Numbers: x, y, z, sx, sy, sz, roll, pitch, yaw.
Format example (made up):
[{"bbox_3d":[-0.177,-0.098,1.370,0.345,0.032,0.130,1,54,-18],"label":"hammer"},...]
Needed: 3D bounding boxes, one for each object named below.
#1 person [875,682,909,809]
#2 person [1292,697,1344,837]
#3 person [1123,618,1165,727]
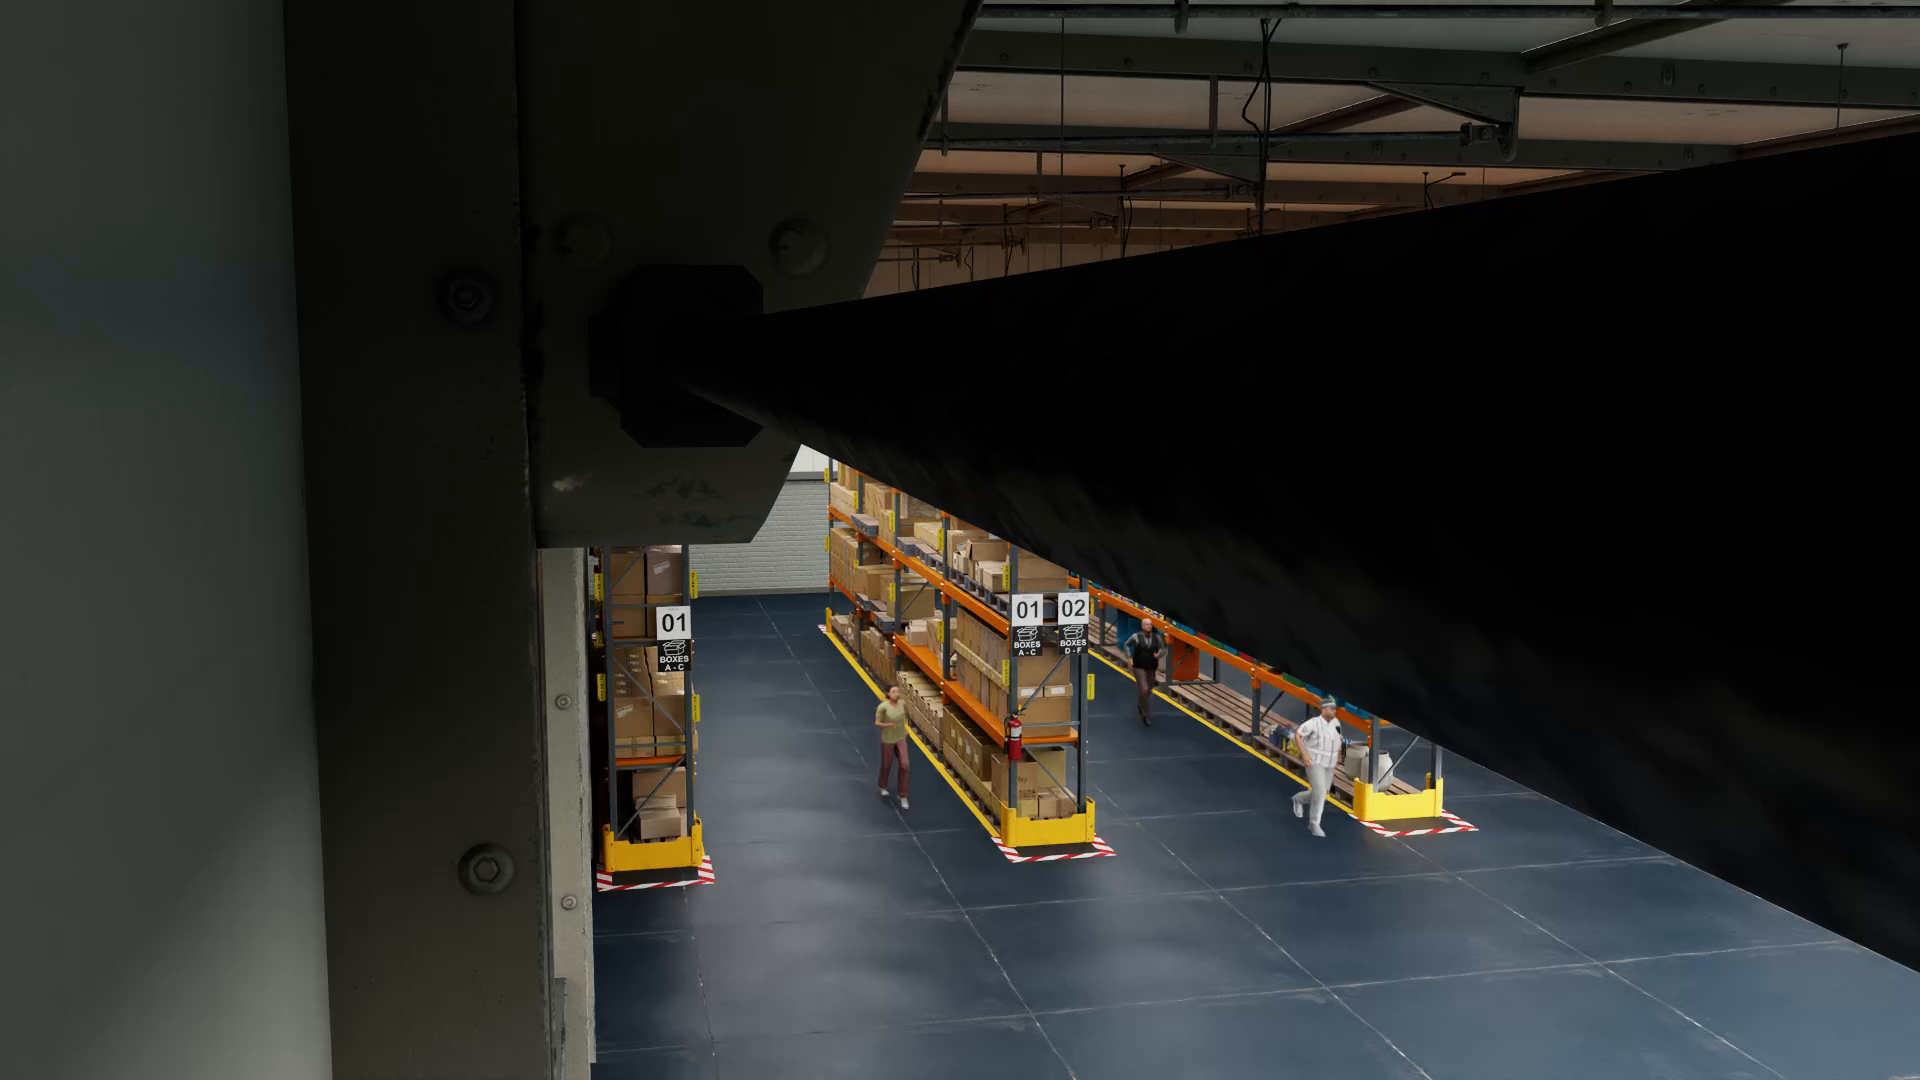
[{"bbox_3d":[-0.936,2.790,22.882,0.524,1.713,0.804,-2,7,-18],"label":"person"},{"bbox_3d":[4.712,2.911,21.753,0.704,1.745,0.768,-4,8,-29],"label":"person"},{"bbox_3d":[3.103,2.203,27.756,0.657,1.654,0.879,-2,7,-16],"label":"person"}]
